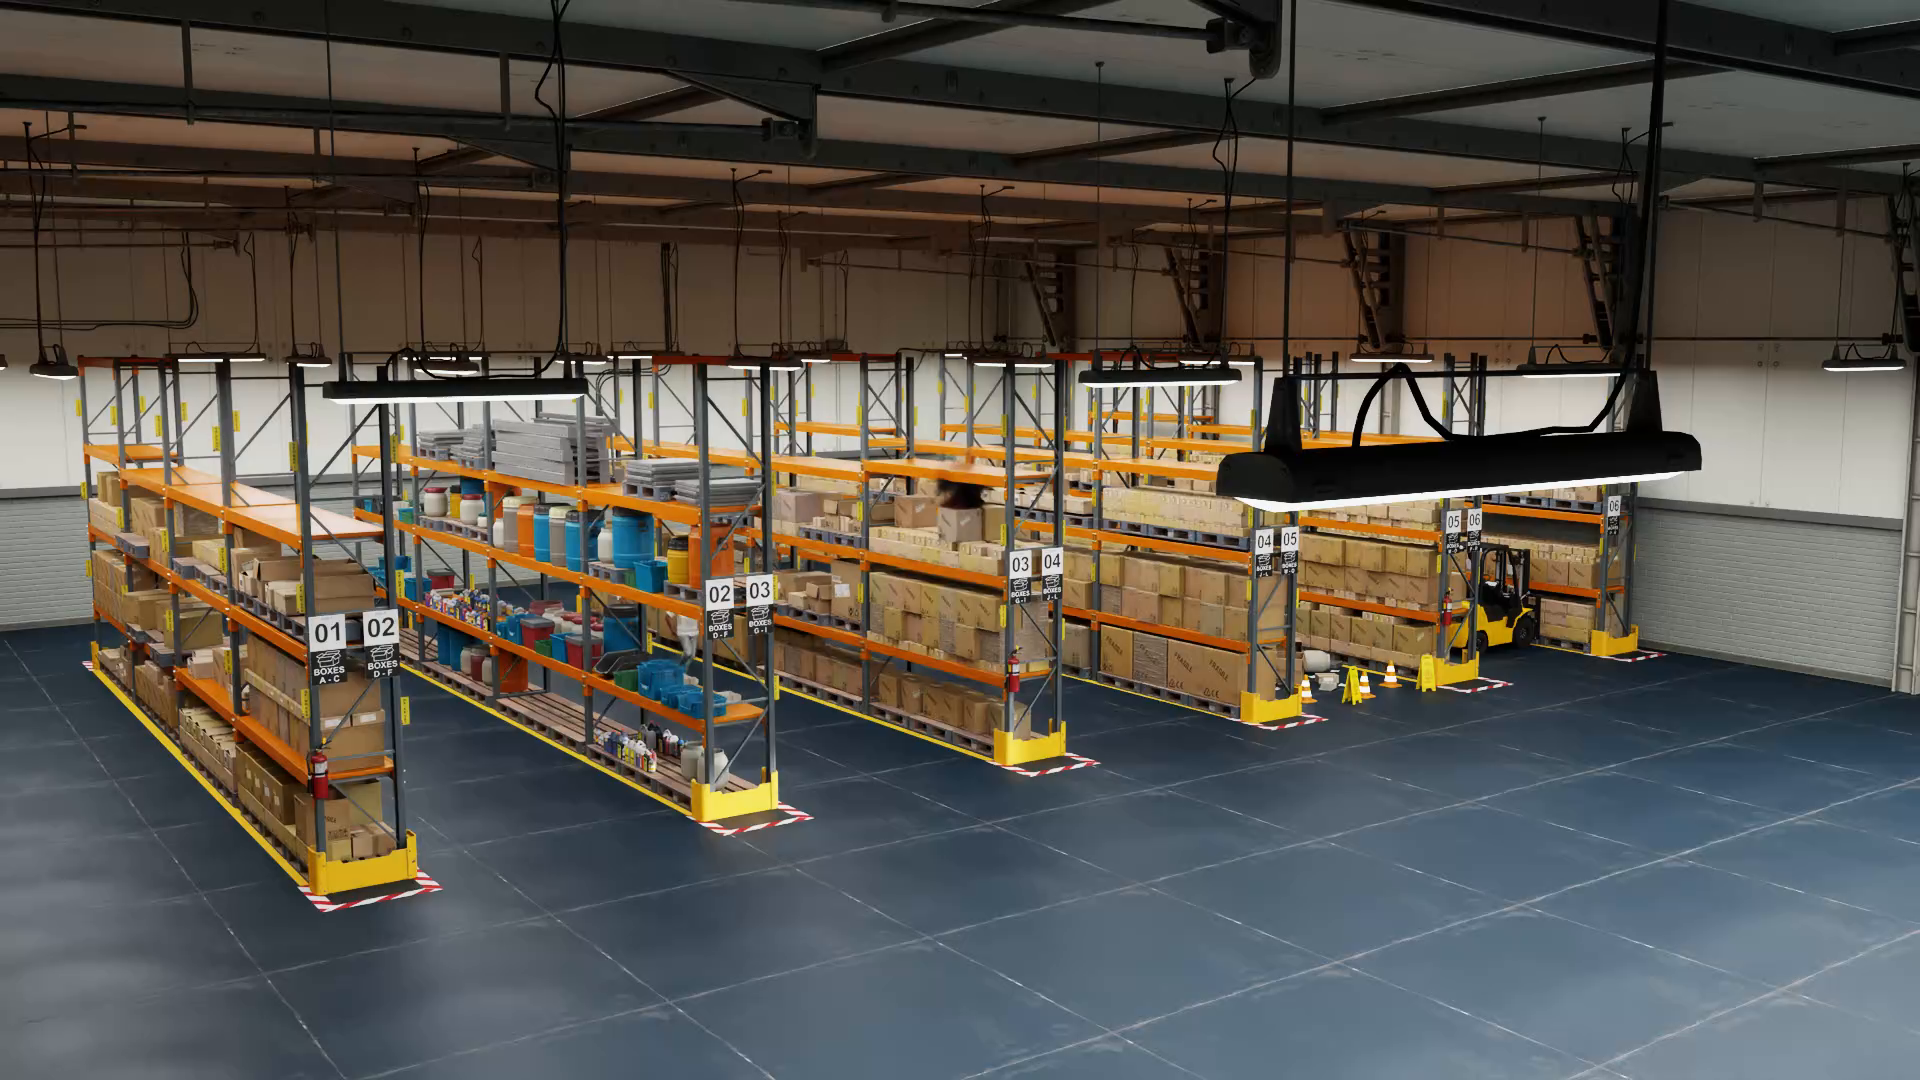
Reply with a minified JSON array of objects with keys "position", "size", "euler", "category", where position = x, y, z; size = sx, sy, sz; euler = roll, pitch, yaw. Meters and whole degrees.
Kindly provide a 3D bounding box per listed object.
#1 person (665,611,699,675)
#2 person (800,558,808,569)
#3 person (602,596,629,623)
[{"position":[-5.006,1.721,30.669],"size":[0.696,1.656,0.638],"euler":[-5,9,-36],"category":"person"},{"position":[-3.969,0.412,41.831],"size":[0.640,1.724,0.706],"euler":[0,7,-3],"category":"person"},{"position":[-6.026,1.802,29.917],"size":[0.644,1.785,0.896],"euler":[-7,10,-43],"category":"person"}]
